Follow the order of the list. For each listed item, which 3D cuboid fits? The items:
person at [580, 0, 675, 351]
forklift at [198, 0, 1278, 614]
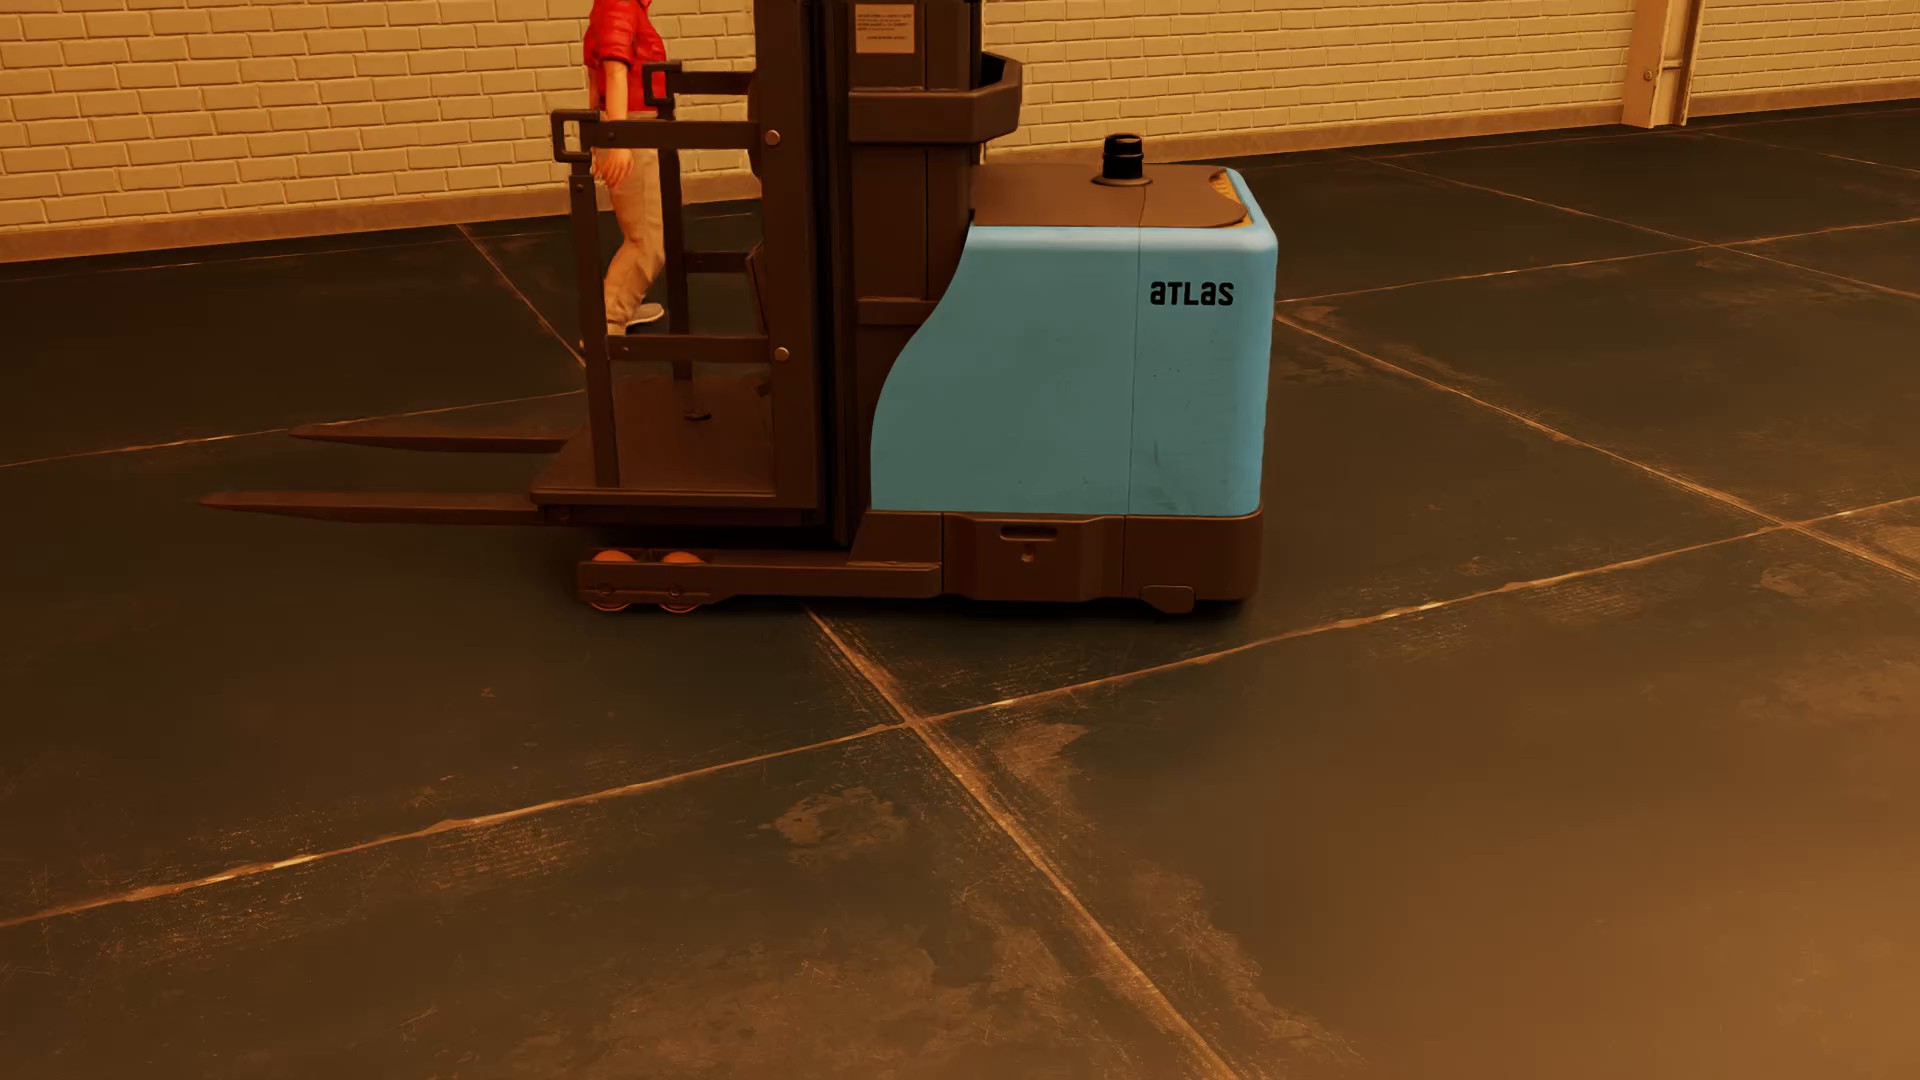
[{"bbox_3d":[-1.400,-1.598,6.853,0.476,1.716,0.874,-6,23,-14],"label":"person"},{"bbox_3d":[-0.666,-1.351,4.539,3.031,2.935,1.130,1,23,3],"label":"forklift"}]
